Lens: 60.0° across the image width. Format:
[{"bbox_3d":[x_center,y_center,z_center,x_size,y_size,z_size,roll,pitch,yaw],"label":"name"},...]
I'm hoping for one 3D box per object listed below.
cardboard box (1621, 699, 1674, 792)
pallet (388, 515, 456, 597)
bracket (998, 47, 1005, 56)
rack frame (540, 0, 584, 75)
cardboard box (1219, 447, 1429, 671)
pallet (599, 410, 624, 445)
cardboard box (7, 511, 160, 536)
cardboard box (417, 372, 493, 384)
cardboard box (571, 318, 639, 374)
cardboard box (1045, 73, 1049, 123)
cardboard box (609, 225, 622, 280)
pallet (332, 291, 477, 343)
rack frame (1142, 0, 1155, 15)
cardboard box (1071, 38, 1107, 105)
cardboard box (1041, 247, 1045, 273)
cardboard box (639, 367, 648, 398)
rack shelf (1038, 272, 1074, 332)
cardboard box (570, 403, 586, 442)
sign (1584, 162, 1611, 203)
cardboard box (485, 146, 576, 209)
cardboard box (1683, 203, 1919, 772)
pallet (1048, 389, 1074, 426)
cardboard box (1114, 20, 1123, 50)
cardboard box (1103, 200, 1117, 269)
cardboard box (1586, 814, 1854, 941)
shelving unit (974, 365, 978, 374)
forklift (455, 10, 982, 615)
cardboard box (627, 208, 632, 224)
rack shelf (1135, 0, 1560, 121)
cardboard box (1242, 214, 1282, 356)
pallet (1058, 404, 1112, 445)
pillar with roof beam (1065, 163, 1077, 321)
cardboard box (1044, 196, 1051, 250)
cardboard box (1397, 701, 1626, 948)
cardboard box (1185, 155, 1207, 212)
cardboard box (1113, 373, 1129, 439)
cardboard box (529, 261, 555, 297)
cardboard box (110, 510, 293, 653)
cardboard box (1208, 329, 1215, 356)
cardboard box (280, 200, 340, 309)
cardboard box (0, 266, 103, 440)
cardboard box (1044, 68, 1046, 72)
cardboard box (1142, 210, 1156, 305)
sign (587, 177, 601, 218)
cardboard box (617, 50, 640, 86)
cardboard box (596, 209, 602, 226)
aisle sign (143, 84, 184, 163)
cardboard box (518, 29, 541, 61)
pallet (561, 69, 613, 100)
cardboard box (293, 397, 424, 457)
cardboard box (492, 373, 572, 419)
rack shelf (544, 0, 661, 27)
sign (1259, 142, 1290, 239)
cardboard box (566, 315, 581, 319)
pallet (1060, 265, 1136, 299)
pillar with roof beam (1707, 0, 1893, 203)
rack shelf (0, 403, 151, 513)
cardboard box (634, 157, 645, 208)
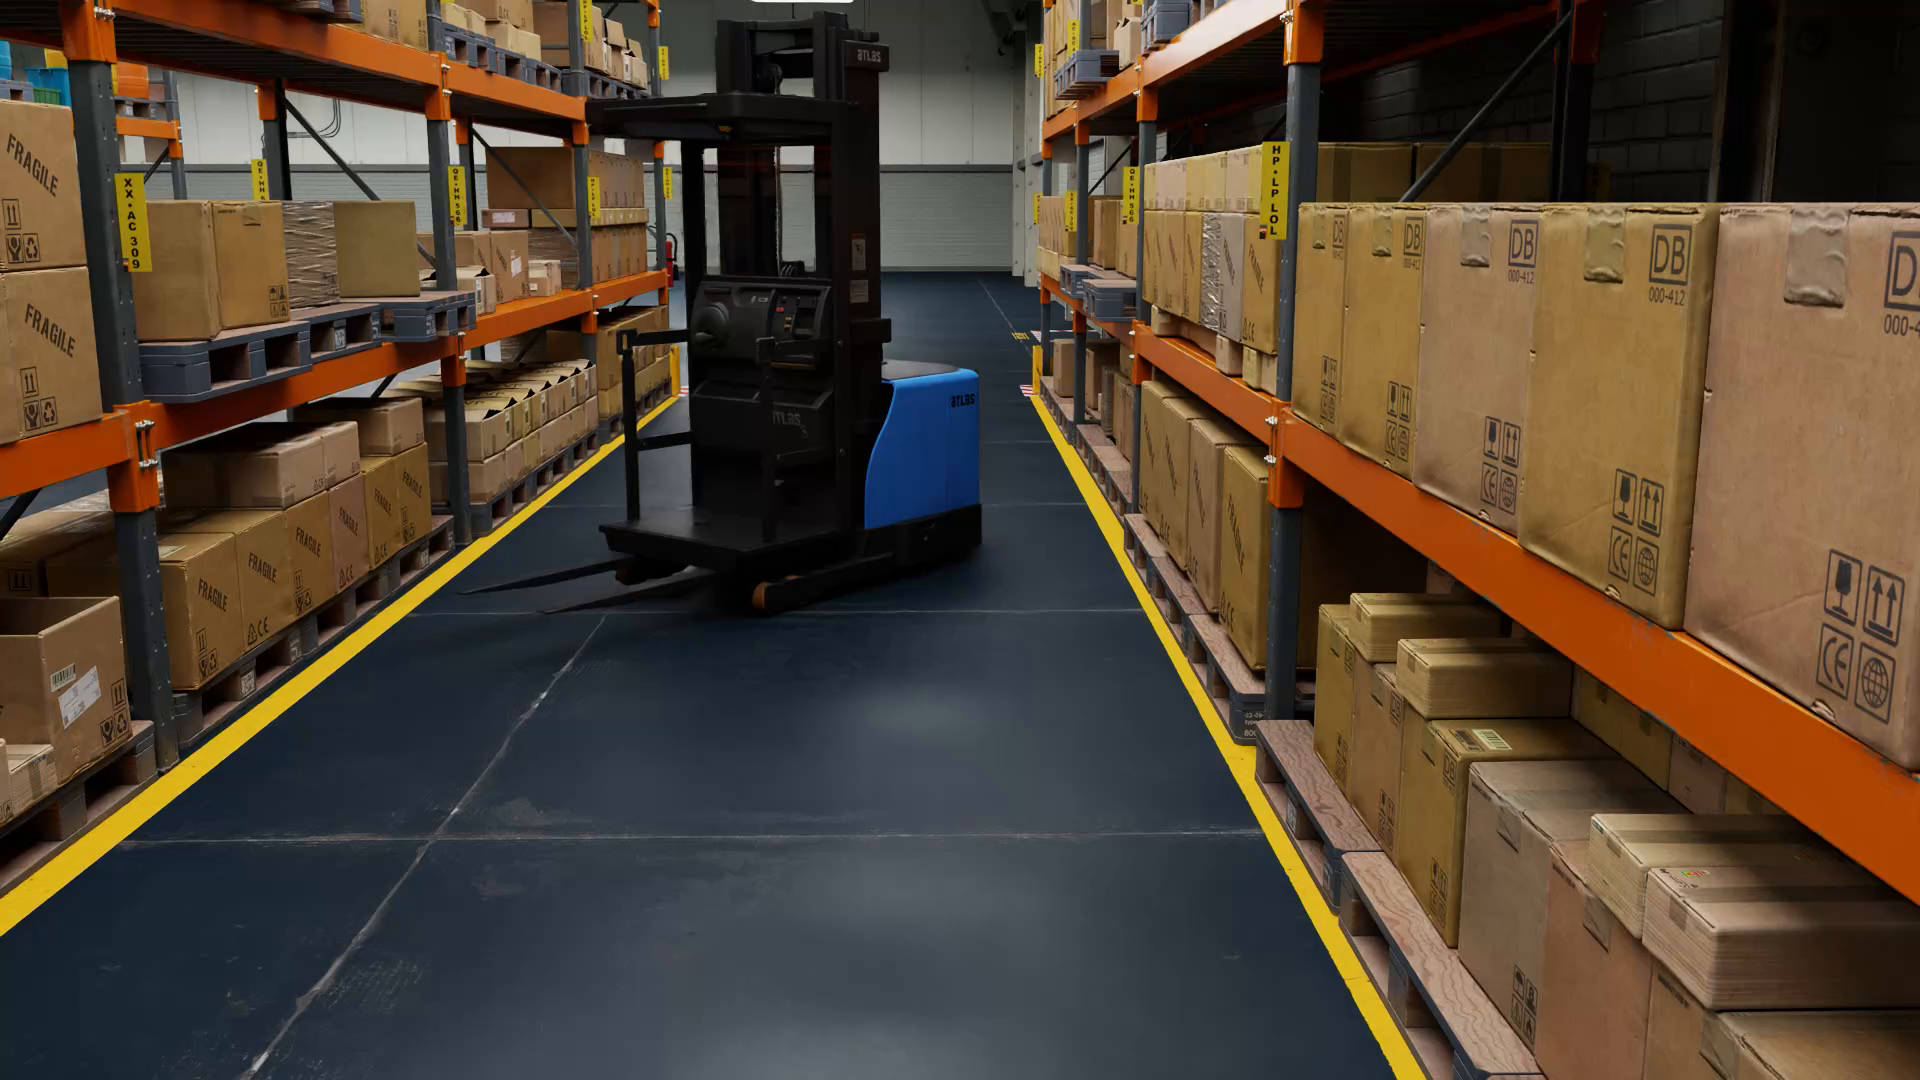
[{"bbox_3d":[1.758,0.466,3.817,0.380,0.149,0.250,0,11,-1],"label":"cardboard box"},{"bbox_3d":[-3.442,0.077,9.147,1.003,0.211,1.213,0,11,-1],"label":"pallet"},{"bbox_3d":[1.214,-14.133,48.038,0.235,0.232,0.430,0,11,-1],"label":"bracket"},{"bbox_3d":[-3.502,-5.173,12.925,1.000,3.000,0.127,0,11,-1],"label":"rack frame"},{"bbox_3d":[1.472,0.055,6.593,0.750,0.750,0.750,0,11,0],"label":"cardboard box"},{"bbox_3d":[-3.477,-1.025,14.578,1.003,0.211,1.213,0,11,-1],"label":"pallet"},{"bbox_3d":[-3.636,0.172,6.850,0.500,0.500,0.500,0,11,-1],"label":"cardboard box"},{"bbox_3d":[-3.726,-1.080,12.289,0.500,0.311,0.500,-1,11,-3],"label":"cardboard box"},{"bbox_3d":[-3.220,-1.751,15.119,0.500,0.500,0.500,0,11,-1],"label":"cardboard box"},{"bbox_3d":[1.124,-4.511,16.902,0.500,0.500,0.500,0,11,0],"label":"cardboard box"},{"bbox_3d":[-3.553,-2.676,15.456,0.700,0.500,0.500,0,11,1],"label":"cardboard box"},{"bbox_3d":[-3.336,-1.209,8.958,1.213,0.211,1.003,0,11,-1],"label":"pallet"},{"bbox_3d":[1.533,-4.399,9.109,1.000,3.000,0.127,0,11,-1],"label":"rack frame"},{"bbox_3d":[1.193,-3.883,13.807,0.500,0.500,0.500,0,11,0],"label":"cardboard box"},{"bbox_3d":[1.085,-2.784,16.564,0.500,0.250,0.500,-1,11,-3],"label":"cardboard box"},{"bbox_3d":[-3.236,-1.483,15.683,0.500,0.250,0.500,0,11,-1],"label":"cardboard box"},{"bbox_3d":[1.409,-2.299,15.656,1.077,0.370,4.000,0,11,-1],"label":"rack shelf"},{"bbox_3d":[-3.195,-0.909,12.857,0.500,0.250,0.500,0,11,-2],"label":"cardboard box"},{"bbox_3d":[2.170,-1.129,5.705,0.100,0.325,0.005,0,11,-1],"label":"sign"},{"bbox_3d":[-3.518,-3.006,13.817,0.700,0.500,0.500,0,11,-1],"label":"cardboard box"},{"bbox_3d":[1.678,-0.117,2.337,0.980,0.700,0.700,0,11,1],"label":"cardboard box"},{"bbox_3d":[1.373,-1.264,15.758,1.003,0.211,1.213,0,11,-1],"label":"pallet"},{"bbox_3d":[1.394,-3.655,12.153,0.500,0.311,0.500,0,11,1],"label":"cardboard box"},{"bbox_3d":[1.431,-2.306,12.524,0.700,0.500,0.500,1,12,5],"label":"cardboard box"},{"bbox_3d":[1.393,0.618,3.066,0.380,0.149,0.250,0,11,0],"label":"cardboard box"},{"bbox_3d":[0.001,-0.504,9.902,0.215,1.050,0.252,0,11,-1],"label":"shelving unit"},{"bbox_3d":[-1.171,-1.176,8.483,1.130,2.935,3.031,9,14,37],"label":"forklift"},{"bbox_3d":[-3.366,-3.115,15.985,0.380,0.149,0.250,0,11,1],"label":"cardboard box"},{"bbox_3d":[1.574,-2.179,7.520,1.077,0.370,4.000,0,11,-1],"label":"rack shelf"},{"bbox_3d":[1.354,-0.959,6.192,0.500,0.500,0.500,0,11,-2],"label":"cardboard box"},{"bbox_3d":[1.401,-1.021,14.560,1.003,0.211,1.213,0,11,-1],"label":"pallet"},{"bbox_3d":[-2.305,-8.221,27.950,9.100,9.000,0.400,0,11,-1],"label":"pillar with roof beam"},{"bbox_3d":[1.082,-3.056,16.018,0.500,0.500,0.500,-1,11,-3],"label":"cardboard box"},{"bbox_3d":[1.544,0.706,4.263,0.700,0.500,0.500,0,11,0],"label":"cardboard box"},{"bbox_3d":[1.327,-1.632,7.623,0.500,0.250,0.500,0,11,-2],"label":"cardboard box"},{"bbox_3d":[1.543,-0.996,12.604,0.700,0.500,0.500,0,11,-2],"label":"cardboard box"},{"bbox_3d":[-3.301,-1.993,12.677,0.396,0.266,0.258,-1,11,-3],"label":"cardboard box"},{"bbox_3d":[-3.126,0.164,6.889,0.500,0.500,0.500,0,11,0],"label":"cardboard box"},{"bbox_3d":[1.349,-0.922,7.641,0.380,0.149,0.250,0,11,1],"label":"cardboard box"},{"bbox_3d":[-3.466,-1.385,8.035,0.700,0.500,0.500,2,12,10],"label":"cardboard box"},{"bbox_3d":[-3.070,-0.593,5.188,0.500,0.500,0.500,0,11,0],"label":"cardboard box"},{"bbox_3d":[1.133,-4.990,16.752,0.500,0.500,0.500,-1,12,-5],"label":"cardboard box"},{"bbox_3d":[1.287,-1.566,9.183,0.500,0.500,0.500,0,11,1],"label":"cardboard box"},{"bbox_3d":[-2.960,-2.766,13.434,0.100,0.325,0.005,0,11,-1],"label":"sign"},{"bbox_3d":[-3.286,-4.390,15.428,0.500,0.311,0.500,1,12,6],"label":"cardboard box"},{"bbox_3d":[-3.333,-2.807,14.470,0.380,0.149,0.250,0,11,-2],"label":"cardboard box"},{"bbox_3d":[-8.242,-4.298,17.162,0.394,0.787,0.004,0,11,-1],"label":"aisle sign"},{"bbox_3d":[-3.499,-3.713,12.592,0.500,0.250,0.500,1,12,5],"label":"cardboard box"},{"bbox_3d":[-3.546,-3.829,14.067,1.003,0.211,1.213,0,11,-1],"label":"pallet"},{"bbox_3d":[-3.160,-0.600,8.765,0.500,0.250,0.500,0,11,1],"label":"cardboard box"},{"bbox_3d":[-3.182,-1.084,12.307,0.500,0.311,0.500,0,11,-1],"label":"cardboard box"},{"bbox_3d":[-3.544,-5.022,14.996,1.077,0.370,4.000,0,11,-1],"label":"rack shelf"},{"bbox_3d":[1.073,-1.188,5.659,0.100,0.325,0.005,0,11,-1],"label":"sign"},{"bbox_3d":[-3.768,-1.848,15.598,0.500,0.500,0.500,0,11,-1],"label":"cardboard box"},{"bbox_3d":[1.321,-2.007,12.892,1.003,0.211,1.213,0,11,-1],"label":"pallet"},{"bbox_3d":[-1.809,-3.451,4.435,9.100,9.000,0.400,0,11,-1],"label":"pillar with roof beam"},{"bbox_3d":[-3.296,0.107,3.794,1.077,0.370,4.000,0,11,-1],"label":"rack shelf"},{"bbox_3d":[-3.587,-3.609,16.792,0.700,0.500,0.500,0,11,-1],"label":"cardboard box"}]
